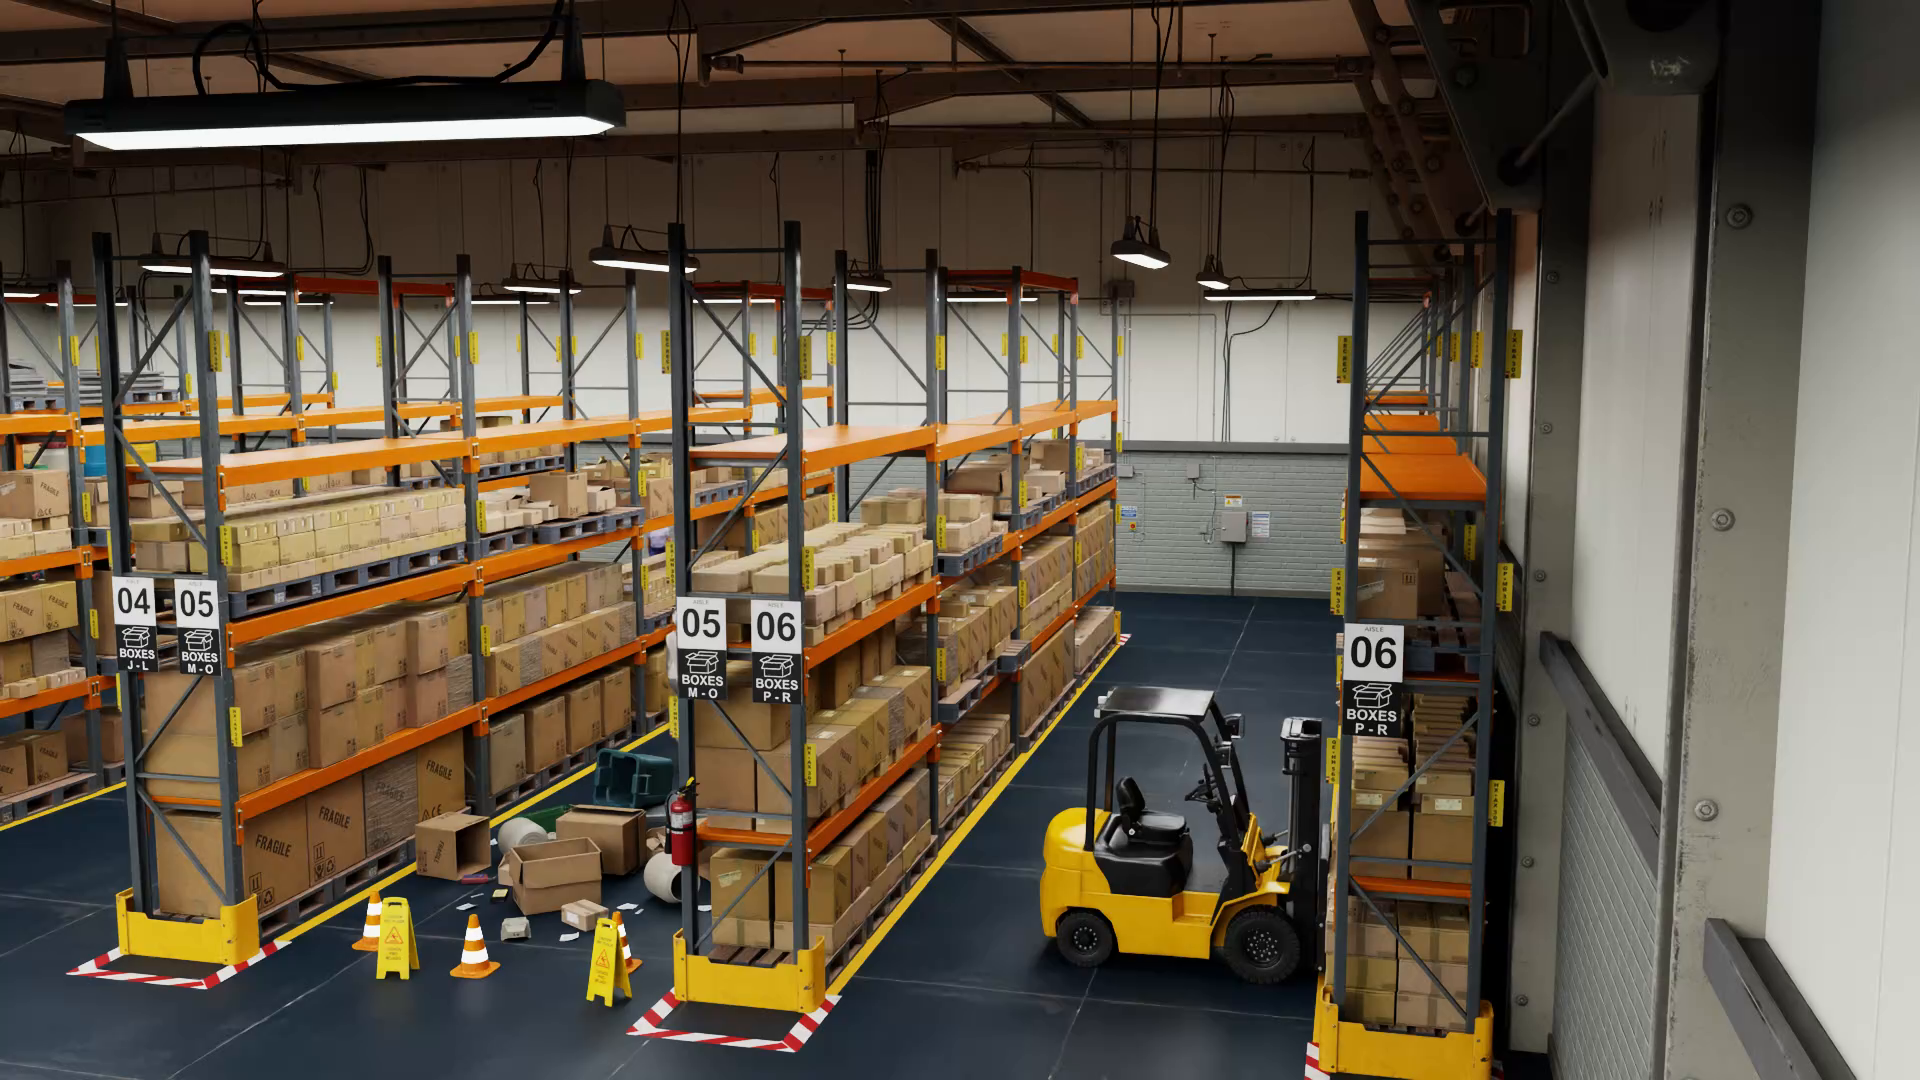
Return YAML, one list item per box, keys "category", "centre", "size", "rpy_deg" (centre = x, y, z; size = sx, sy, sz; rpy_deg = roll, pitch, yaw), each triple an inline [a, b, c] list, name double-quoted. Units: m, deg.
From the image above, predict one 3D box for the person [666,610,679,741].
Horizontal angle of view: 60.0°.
- category: "person"
  centre: [-3.349, 1.660, 20.200]
  size: [0.579, 1.697, 0.514]
  rpy_deg: [3, 8, 22]

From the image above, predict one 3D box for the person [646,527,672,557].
- category: "person"
  centre: [-6.080, 0.250, 33.668]
  size: [0.541, 1.594, 1.016]
  rpy_deg: [0, 7, -1]
